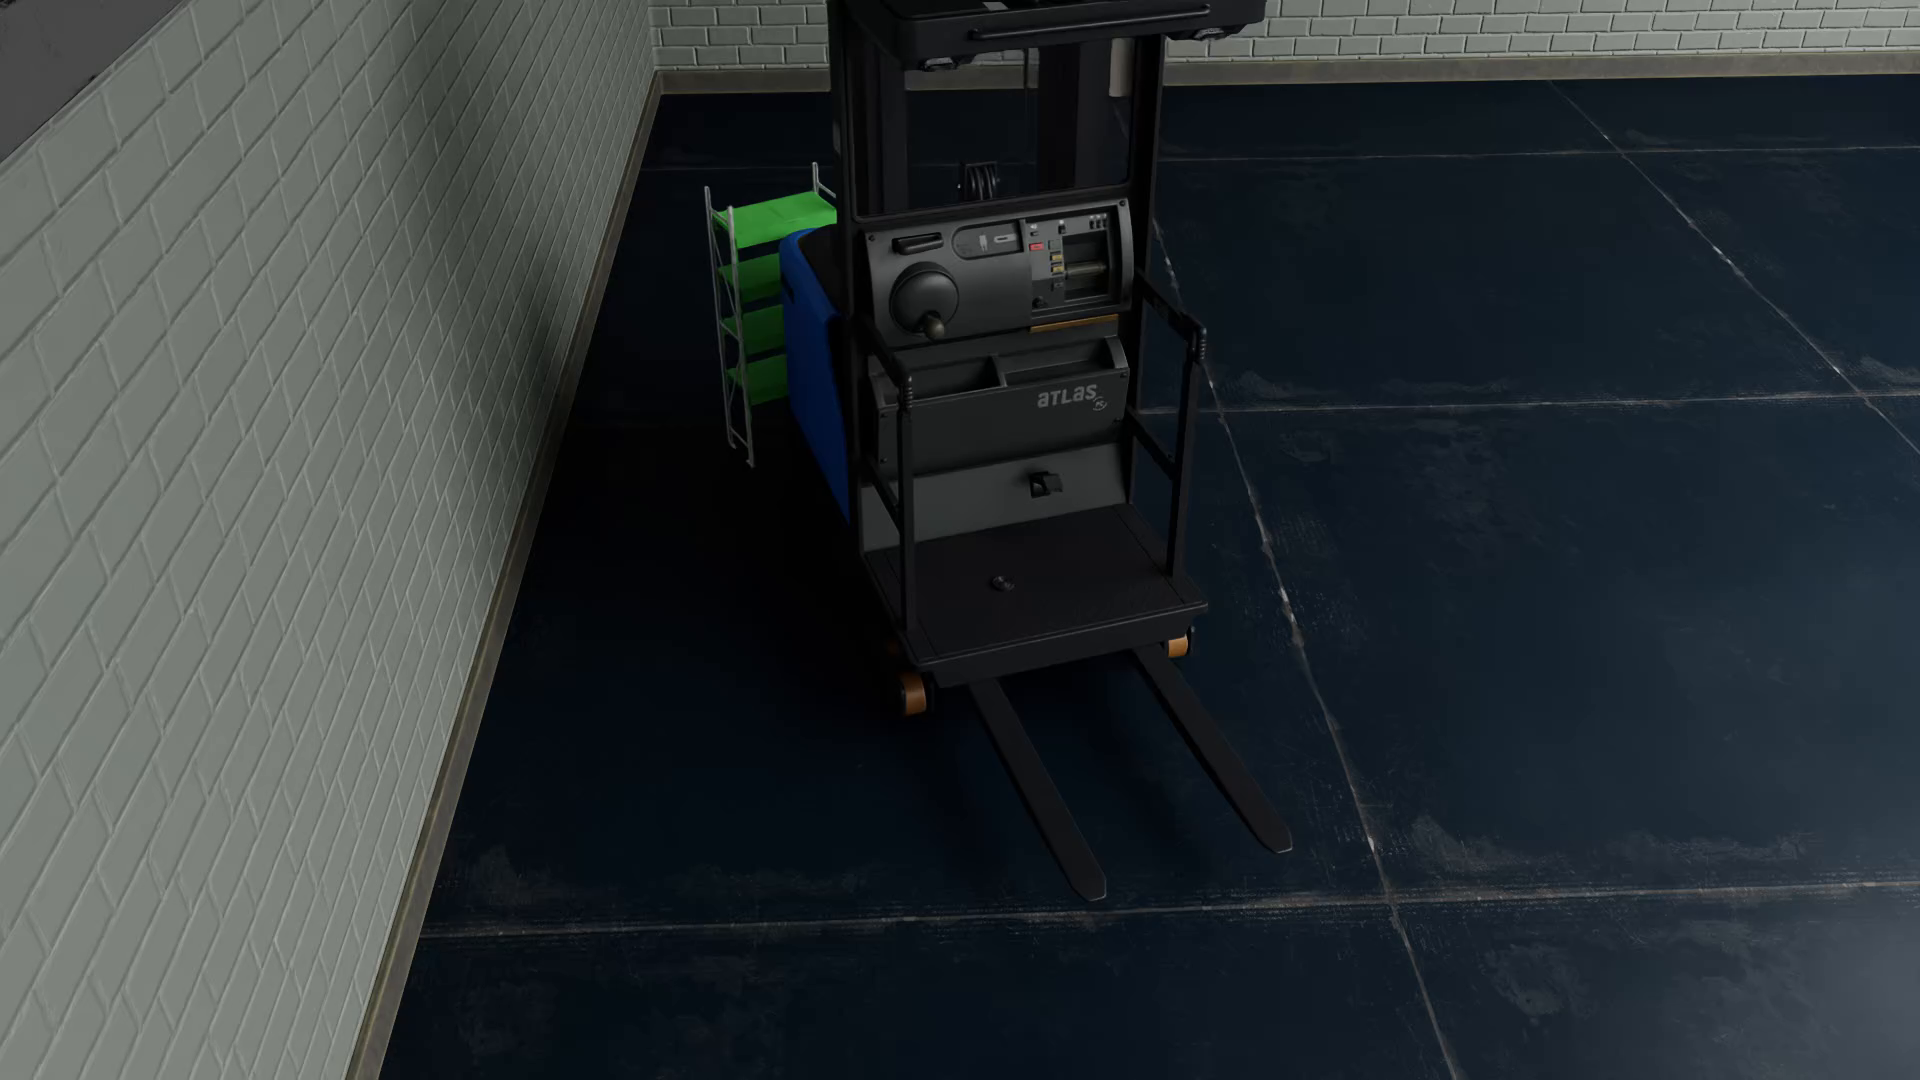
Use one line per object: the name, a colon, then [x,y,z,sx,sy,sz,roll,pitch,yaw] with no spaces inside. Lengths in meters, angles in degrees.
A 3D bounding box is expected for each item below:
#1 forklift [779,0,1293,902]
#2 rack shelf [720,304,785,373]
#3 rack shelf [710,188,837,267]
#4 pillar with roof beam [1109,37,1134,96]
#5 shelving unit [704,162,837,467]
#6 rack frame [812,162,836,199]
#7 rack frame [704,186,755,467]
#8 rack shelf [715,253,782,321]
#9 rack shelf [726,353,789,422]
forklift: [0.209,-0.847,5.399,1.130,2.935,3.031,-11,36,-15]
rack shelf: [-0.752,-0.890,7.093,0.480,0.148,0.258,-19,39,-25]
rack shelf: [-0.754,-1.286,6.821,0.480,0.148,0.258,-19,39,-25]
pillar with roof beam: [1.199,-4.220,4.940,0.400,9.000,9.100,-2,35,-2]
shelving unit: [-0.753,-0.943,7.057,0.503,1.200,0.258,-19,39,-25]
rack frame: [-0.544,-1.015,7.161,0.015,1.200,0.240,-19,39,-25]
rack frame: [-0.961,-0.871,6.953,0.015,1.200,0.240,-19,39,-25]
rack shelf: [-0.753,-1.088,6.957,0.480,0.148,0.258,-19,39,-25]
rack shelf: [-0.752,-0.692,7.229,0.480,0.148,0.258,-19,39,-25]
